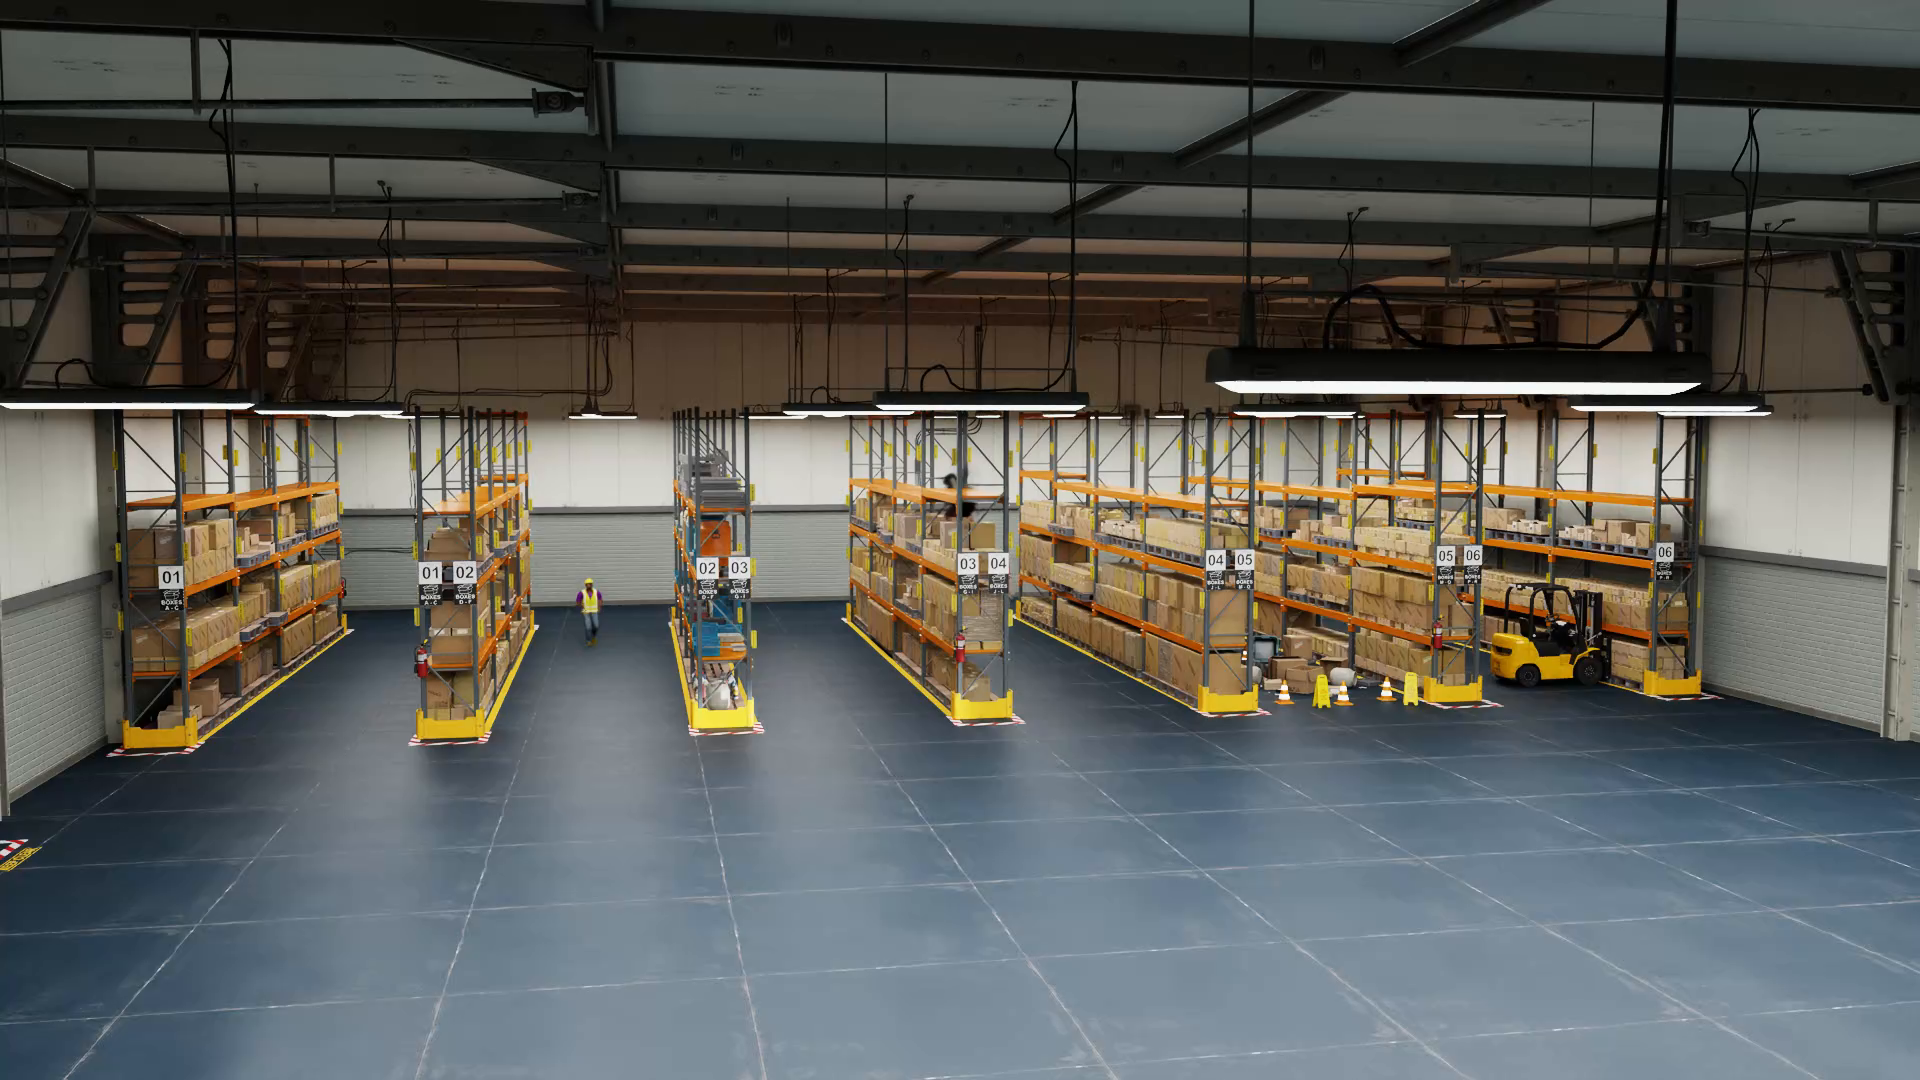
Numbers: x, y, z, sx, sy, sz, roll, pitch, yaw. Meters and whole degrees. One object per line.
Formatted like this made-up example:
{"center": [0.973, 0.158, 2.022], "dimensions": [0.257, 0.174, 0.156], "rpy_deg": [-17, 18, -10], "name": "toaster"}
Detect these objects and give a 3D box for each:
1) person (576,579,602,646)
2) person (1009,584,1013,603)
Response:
{"center": [-9.390, 1.847, 42.256], "dimensions": [0.681, 1.719, 0.593], "rpy_deg": [-1, 4, -20], "name": "person"}
{"center": [1.133, 1.733, 45.010], "dimensions": [0.615, 1.637, 0.818], "rpy_deg": [-1, 4, -8], "name": "person"}
